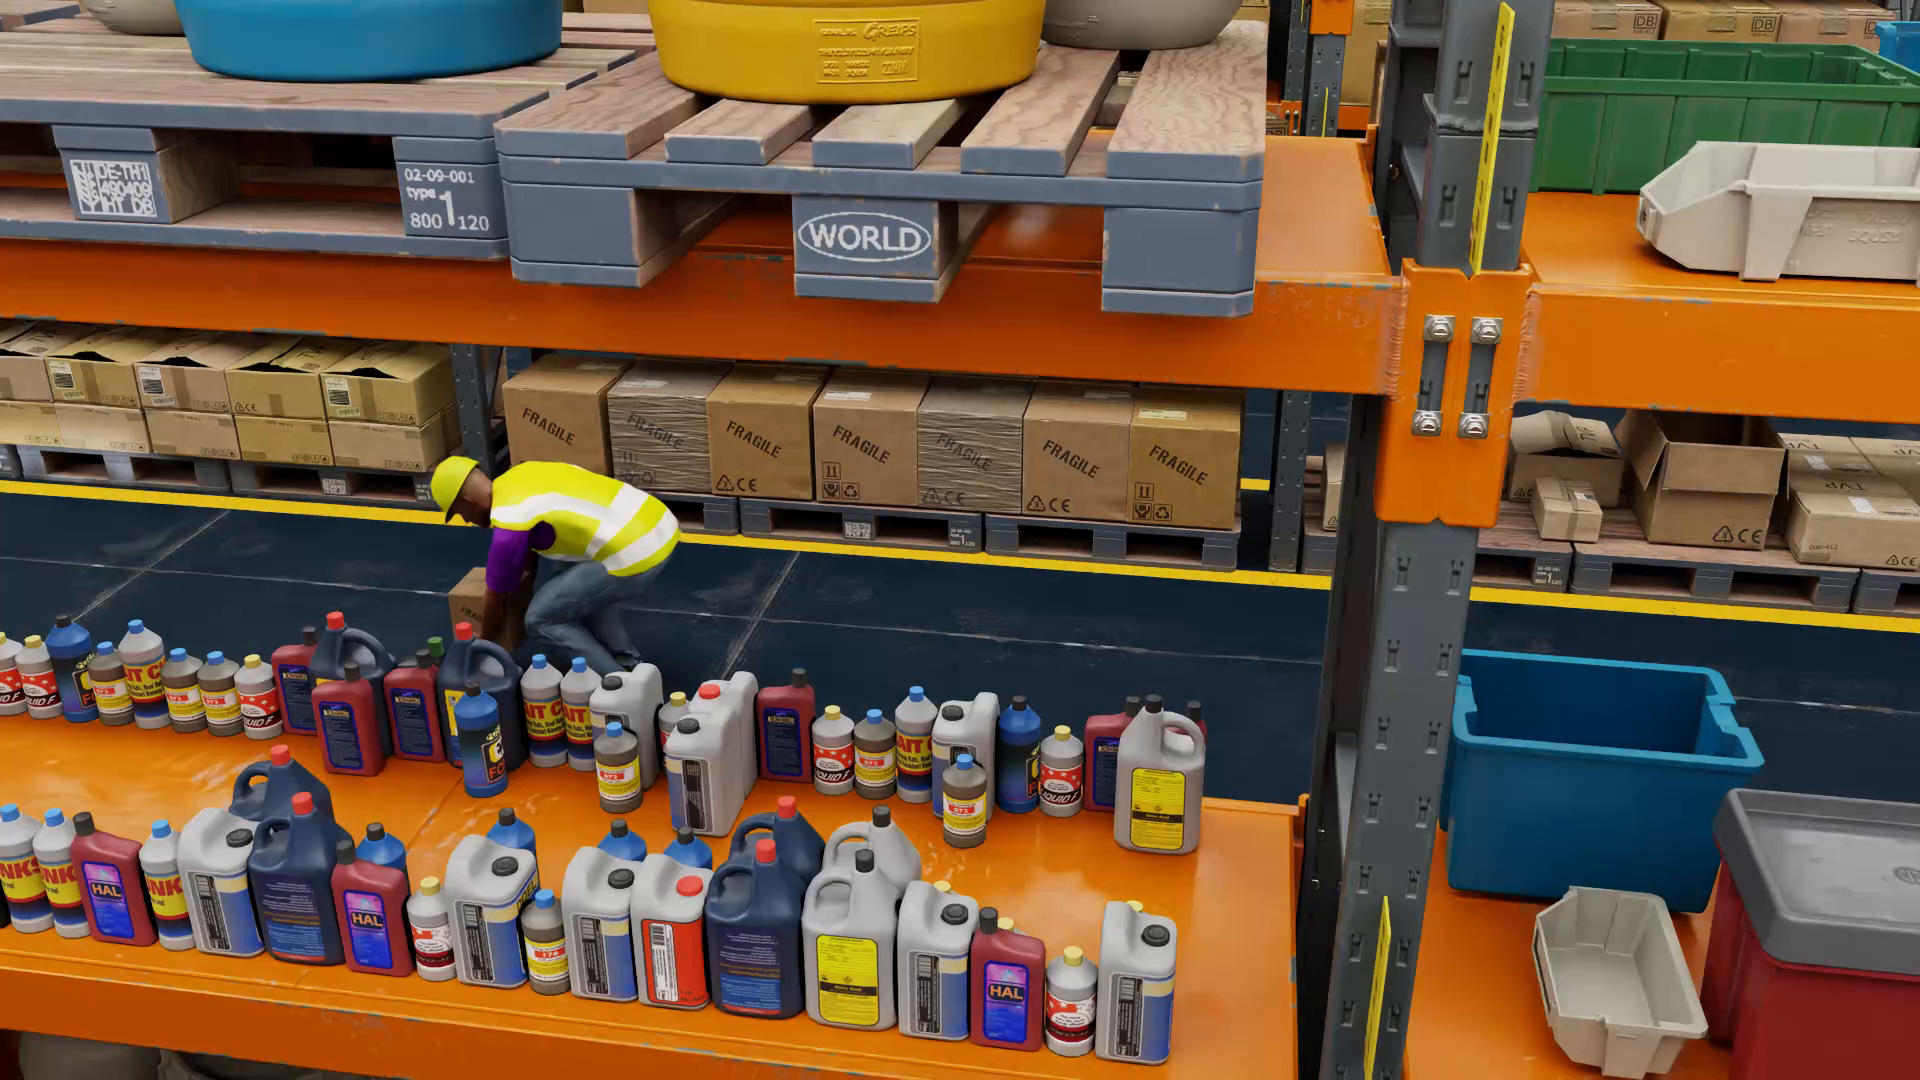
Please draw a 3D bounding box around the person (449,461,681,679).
[{"bbox_3d":[-1.583,0.169,6.648,0.919,0.985,0.523,3,25,7],"label":"person"}]
